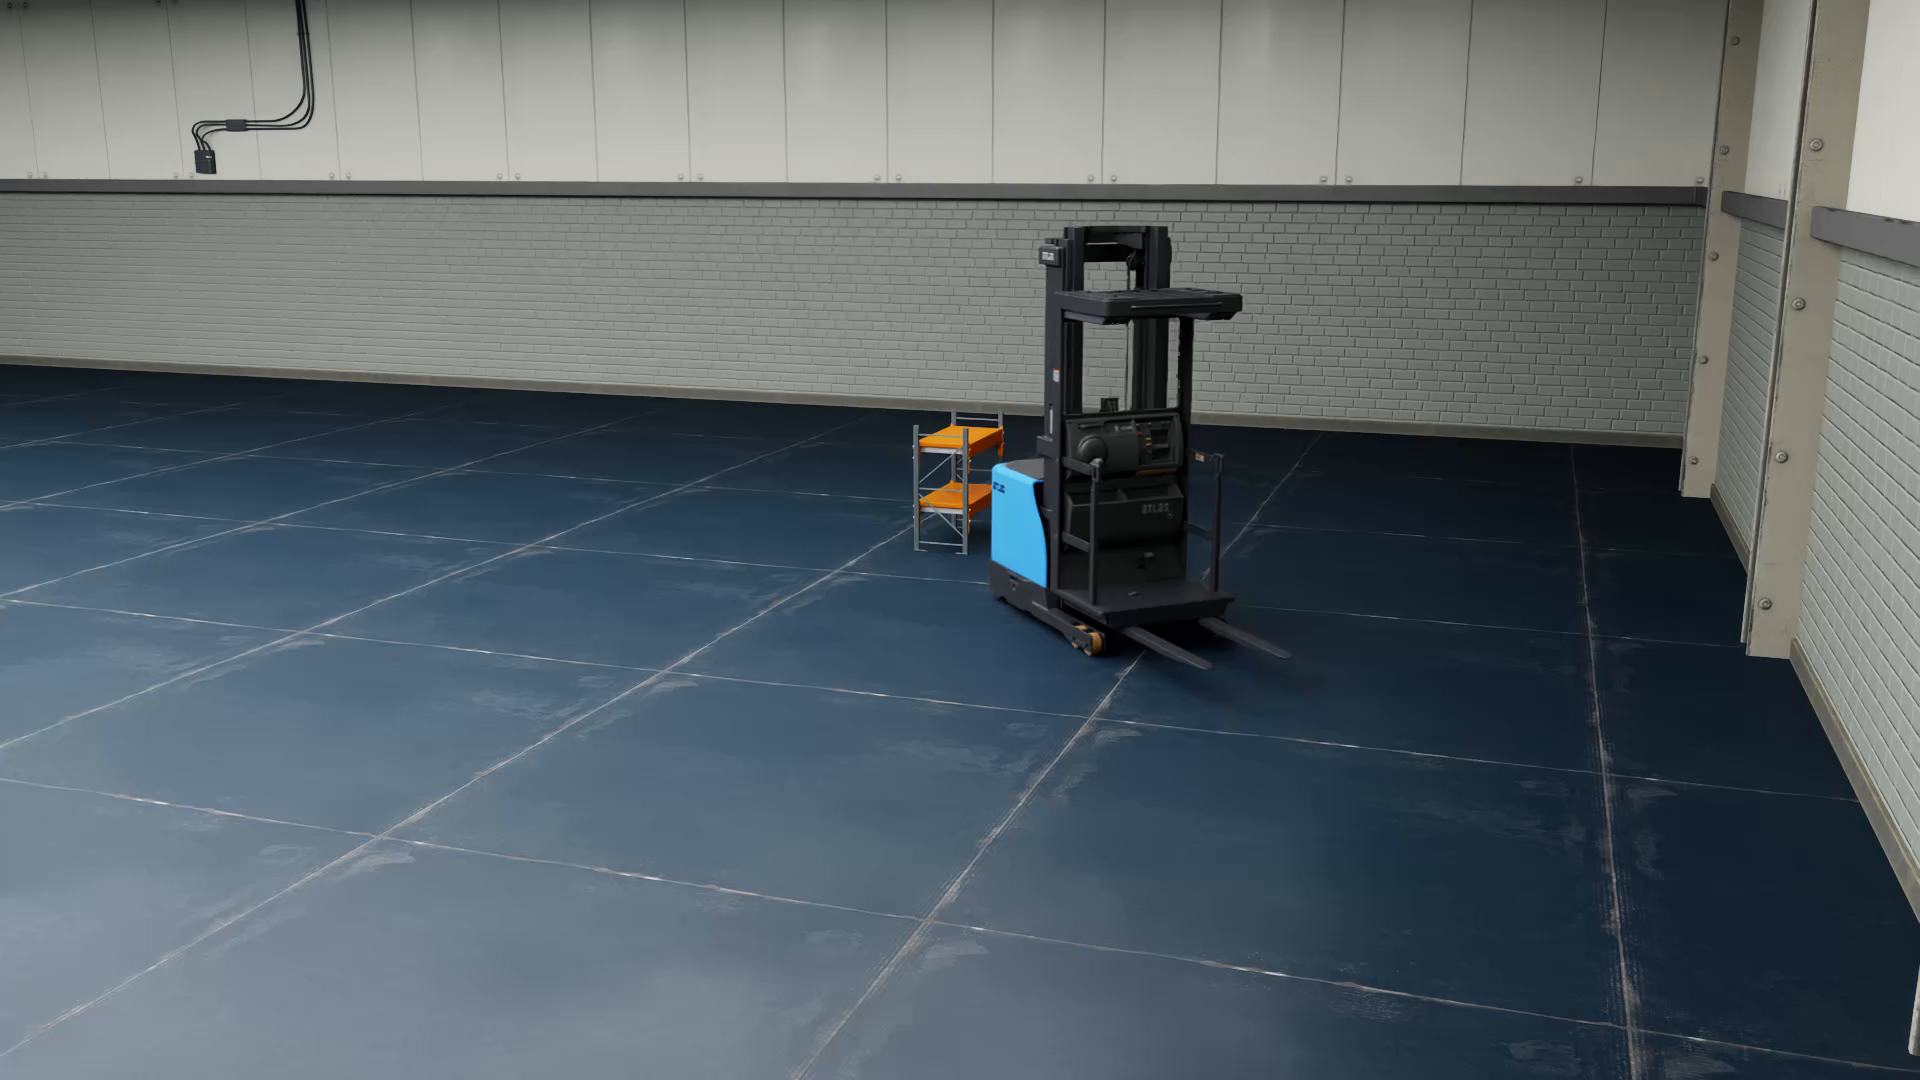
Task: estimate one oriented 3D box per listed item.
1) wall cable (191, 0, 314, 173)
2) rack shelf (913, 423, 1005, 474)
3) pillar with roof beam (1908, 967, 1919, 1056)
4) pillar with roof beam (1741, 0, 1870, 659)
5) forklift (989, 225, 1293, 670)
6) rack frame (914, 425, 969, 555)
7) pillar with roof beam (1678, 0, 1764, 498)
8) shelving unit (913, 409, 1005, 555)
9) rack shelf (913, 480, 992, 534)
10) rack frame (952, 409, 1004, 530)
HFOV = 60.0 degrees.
[{"bbox_3d":[-10.939,-8.634,25.212,2.305,6.003,0.169,4,14,18],"label":"wall cable"},{"bbox_3d":[-0.002,-0.832,15.053,0.538,0.278,1.000,4,14,18],"label":"rack shelf"},{"bbox_3d":[-0.271,-2.653,6.651,9.100,9.000,0.400,4,14,18],"label":"pillar with roof beam"},{"bbox_3d":[1.670,-3.916,12.186,9.100,9.000,0.400,4,14,18],"label":"pillar with roof beam"},{"bbox_3d":[1.280,-0.725,11.838,1.130,2.935,3.031,-5,14,-23],"label":"forklift"},{"bbox_3d":[-0.167,-0.440,14.650,0.500,1.125,0.032,4,14,18],"label":"rack frame"},{"bbox_3d":[3.612,-5.180,17.721,9.100,9.000,0.400,4,14,18],"label":"pillar with roof beam"},{"bbox_3d":[-0.002,-0.547,15.119,0.538,1.125,1.048,4,14,18],"label":"shelving unit"},{"bbox_3d":[-0.002,-0.309,15.173,0.538,0.278,1.000,4,14,18],"label":"rack shelf"},{"bbox_3d":[0.162,-0.654,15.588,0.500,1.125,0.032,4,14,18],"label":"rack frame"}]
